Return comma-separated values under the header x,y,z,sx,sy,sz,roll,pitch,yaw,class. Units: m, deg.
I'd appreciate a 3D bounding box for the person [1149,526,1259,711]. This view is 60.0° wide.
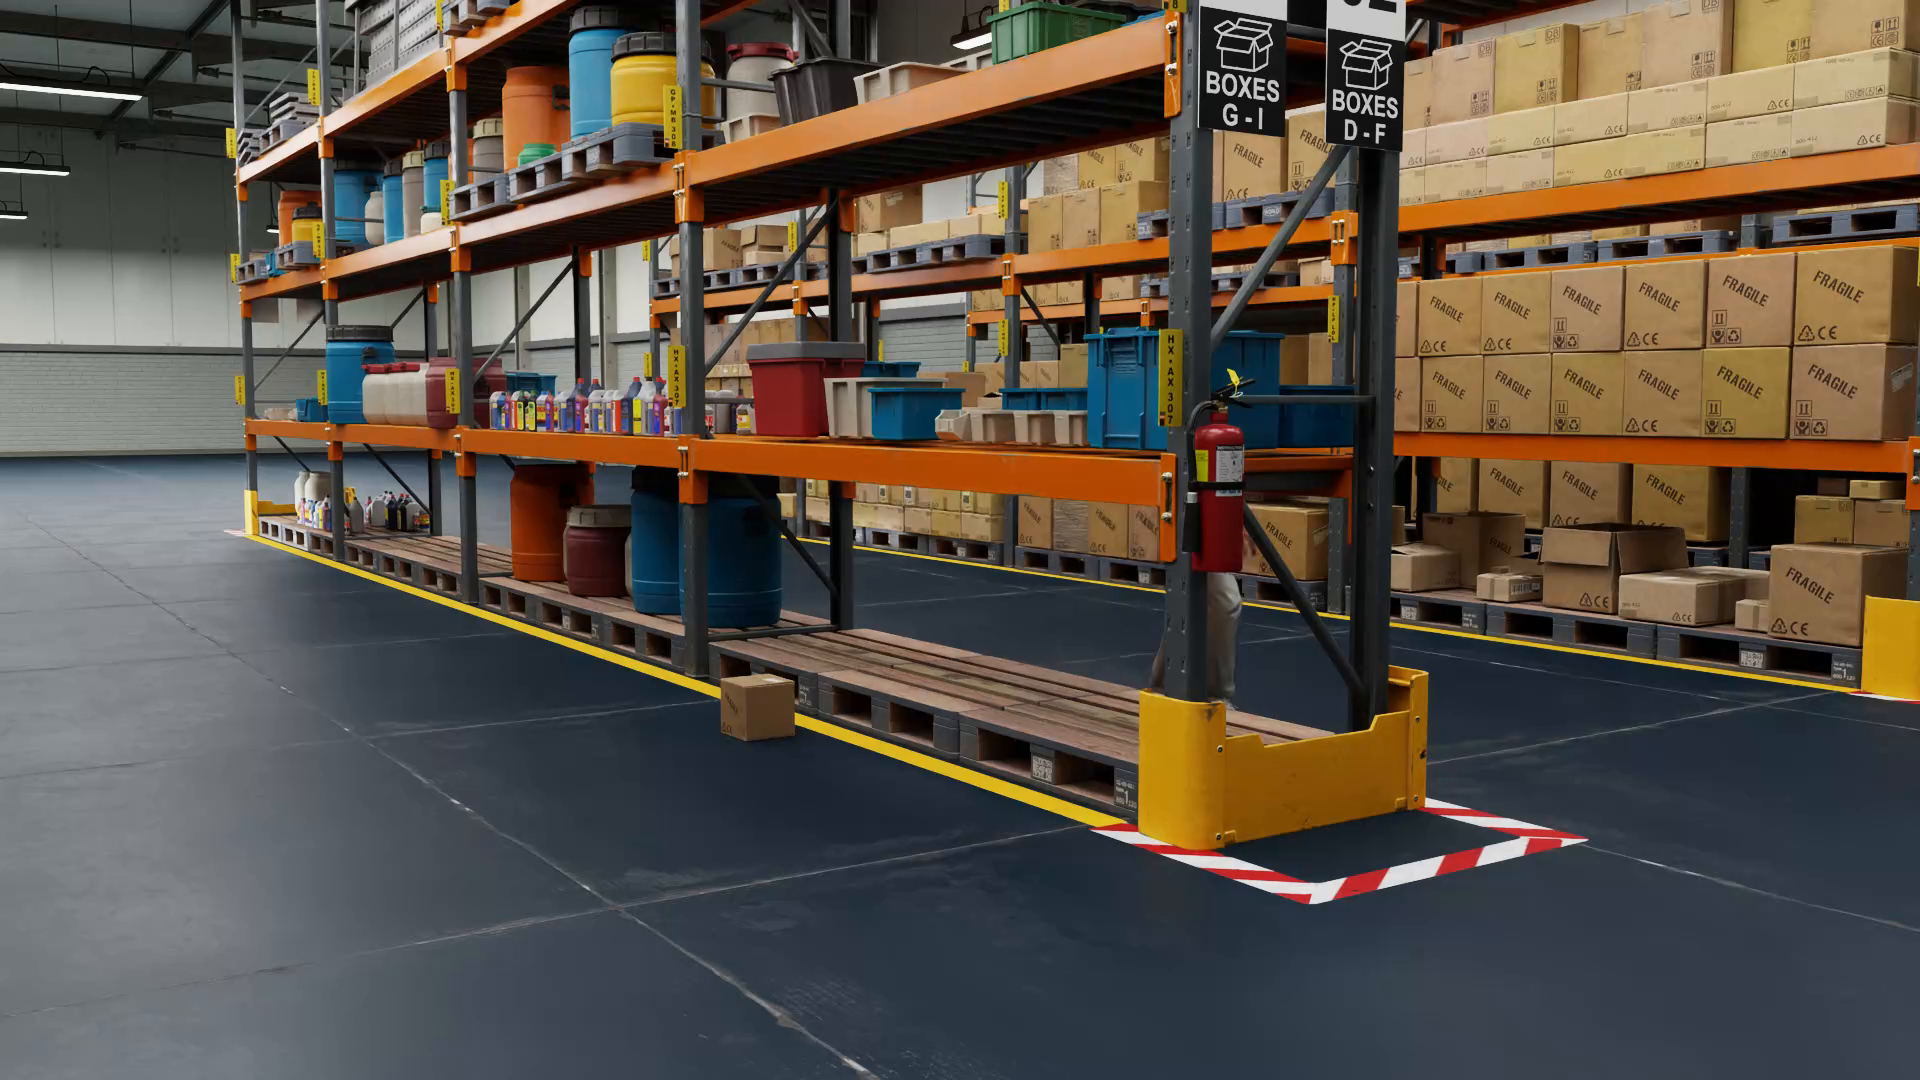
x,y,z,sx,sy,sz,roll,pitch,yaw,class
1.170,0.018,7.945,0.587,1.723,0.455,3,6,34,person
